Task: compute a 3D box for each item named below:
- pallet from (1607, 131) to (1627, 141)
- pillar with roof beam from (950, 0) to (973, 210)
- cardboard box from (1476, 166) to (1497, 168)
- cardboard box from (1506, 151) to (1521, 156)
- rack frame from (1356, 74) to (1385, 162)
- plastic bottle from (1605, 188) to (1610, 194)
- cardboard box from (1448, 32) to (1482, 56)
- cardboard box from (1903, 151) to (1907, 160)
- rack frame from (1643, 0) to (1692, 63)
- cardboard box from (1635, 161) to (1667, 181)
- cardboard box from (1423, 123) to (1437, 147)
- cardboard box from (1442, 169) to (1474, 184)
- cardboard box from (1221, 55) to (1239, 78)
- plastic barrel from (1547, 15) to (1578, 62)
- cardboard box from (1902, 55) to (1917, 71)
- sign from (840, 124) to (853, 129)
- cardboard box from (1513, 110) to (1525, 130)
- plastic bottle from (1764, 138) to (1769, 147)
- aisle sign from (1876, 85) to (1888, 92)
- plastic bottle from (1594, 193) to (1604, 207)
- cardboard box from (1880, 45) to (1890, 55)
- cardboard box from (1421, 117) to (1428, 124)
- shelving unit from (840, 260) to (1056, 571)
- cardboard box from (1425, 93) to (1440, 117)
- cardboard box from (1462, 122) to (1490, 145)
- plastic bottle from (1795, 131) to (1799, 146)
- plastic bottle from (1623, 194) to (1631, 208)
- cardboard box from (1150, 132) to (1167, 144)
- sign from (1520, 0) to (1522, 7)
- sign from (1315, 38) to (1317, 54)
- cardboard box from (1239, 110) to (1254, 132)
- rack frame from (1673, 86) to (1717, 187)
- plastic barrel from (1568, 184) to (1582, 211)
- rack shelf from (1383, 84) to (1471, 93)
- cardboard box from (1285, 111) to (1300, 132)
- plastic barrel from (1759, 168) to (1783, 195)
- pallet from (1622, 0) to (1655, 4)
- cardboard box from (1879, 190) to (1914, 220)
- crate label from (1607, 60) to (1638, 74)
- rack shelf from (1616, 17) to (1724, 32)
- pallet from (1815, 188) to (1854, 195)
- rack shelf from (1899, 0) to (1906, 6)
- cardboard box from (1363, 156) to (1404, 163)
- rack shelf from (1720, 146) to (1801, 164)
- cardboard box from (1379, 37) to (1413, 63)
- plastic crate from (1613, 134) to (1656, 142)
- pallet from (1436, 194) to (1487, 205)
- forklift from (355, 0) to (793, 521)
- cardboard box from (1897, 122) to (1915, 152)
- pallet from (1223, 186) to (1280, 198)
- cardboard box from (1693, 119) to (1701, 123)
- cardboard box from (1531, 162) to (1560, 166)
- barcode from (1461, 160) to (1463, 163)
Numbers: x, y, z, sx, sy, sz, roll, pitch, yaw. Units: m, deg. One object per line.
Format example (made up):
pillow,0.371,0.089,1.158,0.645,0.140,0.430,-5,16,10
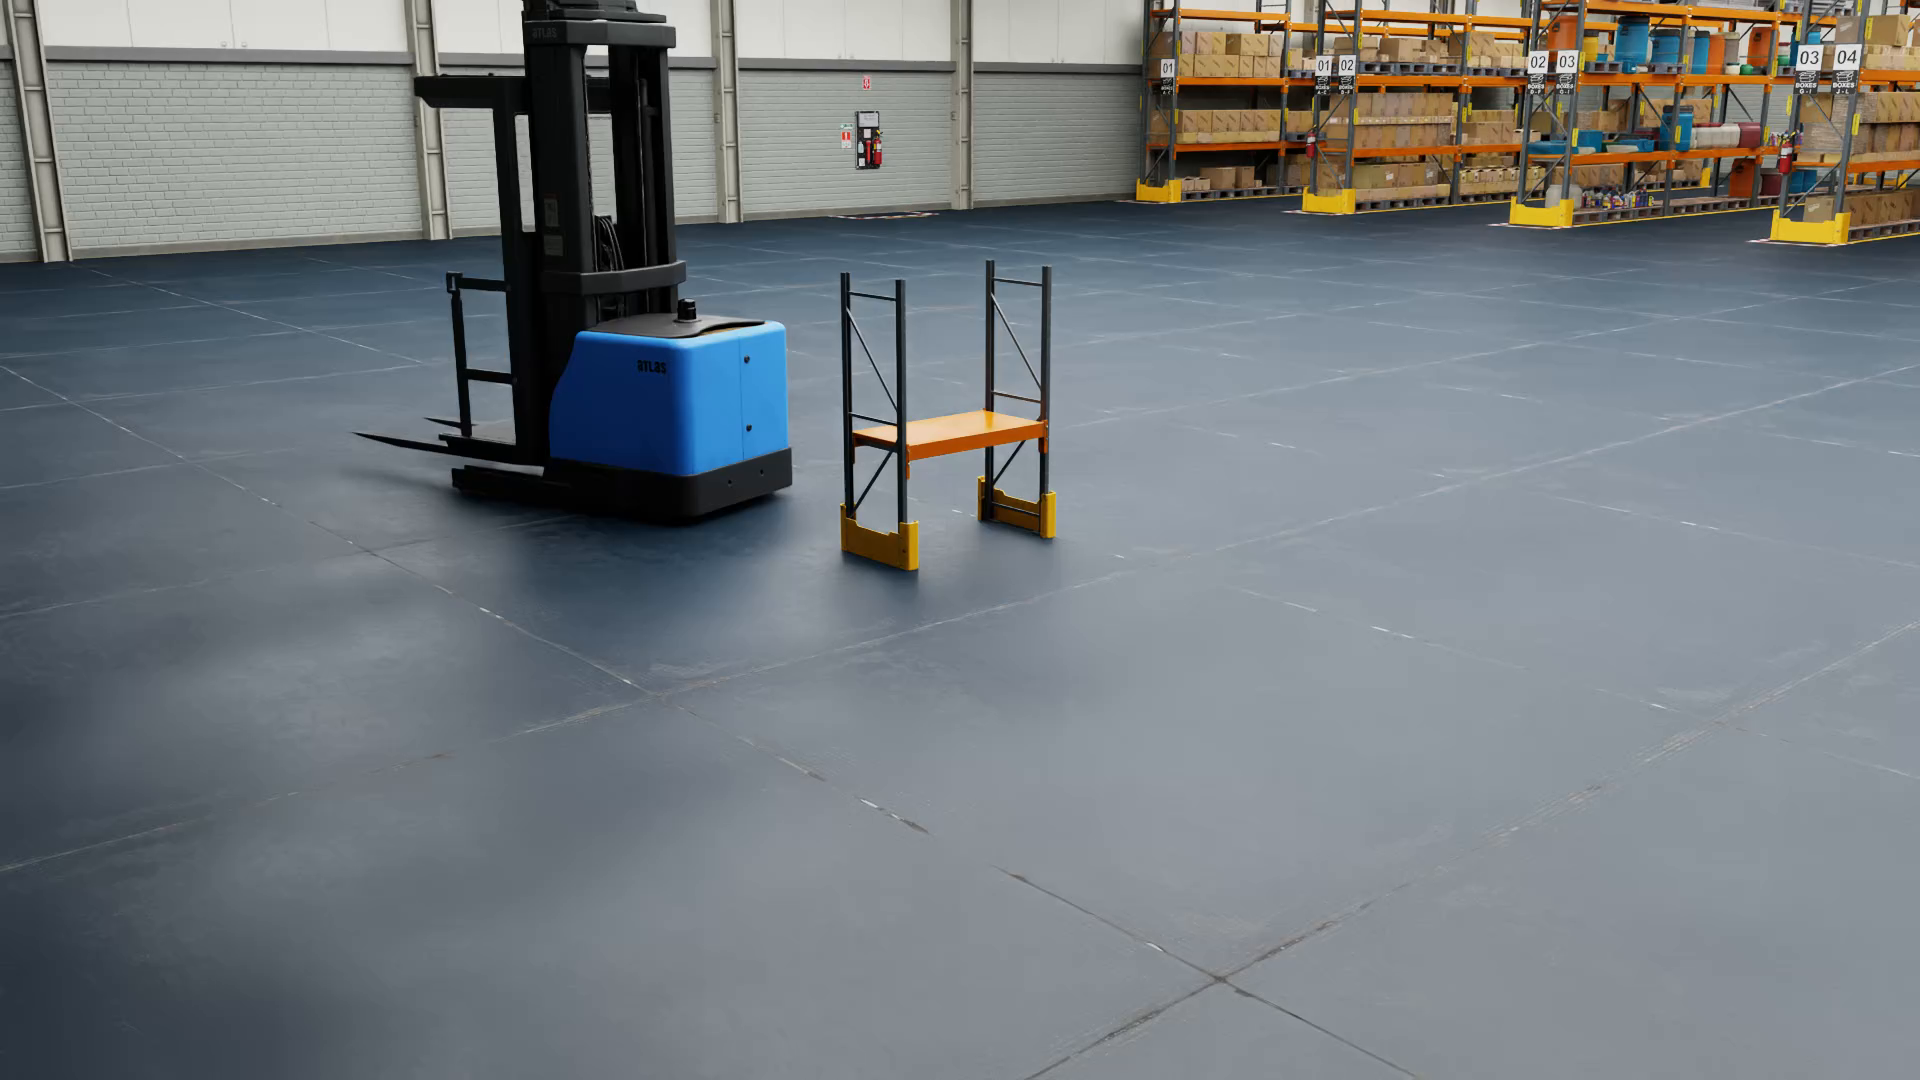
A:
pallet,16.238,-10.272,42.265,1.213,0.211,1.003,-13,19,-39
pillar with roof beam,2.866,-10.740,32.022,0.400,9.000,9.100,-13,19,-39
cardboard box,12.530,-8.738,39.579,0.500,0.311,0.500,-13,20,-41
cardboard box,16.044,-11.190,48.103,0.250,0.149,0.380,-12,19,-38
rack frame,10.641,-10.765,43.738,0.127,3.000,1.000,-13,19,-39
plastic bottle,13.245,-7.035,34.057,0.185,0.351,0.144,-12,19,-38
cardboard box,11.369,-11.162,37.437,0.500,0.500,0.500,-12,19,-39
cardboard box,16.433,-6.777,29.296,0.250,0.149,0.380,-13,19,-39
rack frame,14.127,-11.057,33.207,0.127,3.000,1.000,-13,19,-39
cardboard box,18.327,-9.804,44.128,0.637,0.503,0.797,-13,19,-39
cardboard box,10.154,-9.005,36.955,0.500,0.500,0.700,-13,20,-40
cardboard box,11.353,-8.290,37.902,0.500,0.311,0.500,-13,19,-39
cardboard box,6.230,-11.192,39.294,0.500,0.500,0.500,-11,19,-36
plastic barrel,11.392,-9.448,31.348,0.708,0.830,0.600,-13,19,-39
cardboard box,16.044,-8.186,28.560,0.500,0.250,0.500,-12,19,-38
sign,-2.325,-8.468,34.042,0.331,0.109,0.001,-13,19,-39
cardboard box,15.756,-12.051,47.973,0.700,0.700,0.980,-13,20,-40
plastic bottle,17.683,-8.787,36.573,0.135,0.276,0.152,-13,19,-39
aisle sign,23.038,-11.517,41.518,0.004,0.787,0.394,-13,19,-39
plastic bottle,12.898,-6.871,33.585,0.135,0.276,0.152,-13,19,-39
cardboard box,15.341,-8.212,27.886,0.250,0.149,0.380,-12,19,-37
cardboard box,10.044,-9.225,36.524,0.250,0.149,0.380,-13,20,-40
shelving unit,-0.058,-0.712,9.008,1.083,1.500,0.587,-13,19,-39
cardboard box,10.167,-9.636,36.806,0.500,0.500,0.700,-13,20,-39
cardboard box,11.865,-9.388,38.390,0.500,0.500,0.500,-11,18,-35
plastic bottle,18.852,-9.084,37.541,0.185,0.351,0.144,-13,19,-39
plastic bottle,13.316,-6.776,33.230,0.135,0.276,0.152,-12,19,-38
cardboard box,4.831,-9.464,39.119,0.500,0.250,0.500,-12,19,-39
sign,16.316,-15.655,48.305,0.005,0.325,0.100,-13,19,-39
sign,7.515,-10.393,34.970,0.005,0.325,0.100,-13,19,-39
cardboard box,6.710,-10.078,39.964,0.500,0.500,0.500,-13,20,-41
rack frame,19.930,-11.156,45.204,0.127,3.000,1.000,-13,19,-39
plastic barrel,11.933,-6.693,32.502,0.421,0.512,0.421,0,15,0
rack shelf,12.149,-12.205,44.712,4.000,0.370,1.077,-13,19,-39
cardboard box,8.029,-10.428,41.430,0.500,0.500,0.700,-13,19,-39
plastic barrel,18.354,-8.151,37.814,0.708,0.588,0.600,-13,19,-39
pallet,12.602,-10.420,31.962,1.213,0.211,1.003,-13,19,-39
cardboard box,17.050,-6.130,30.415,0.500,0.500,0.500,-13,20,-41
crate label,12.738,-9.111,32.023,0.408,0.251,0.502,-13,19,-39
rack shelf,18.422,-13.367,43.255,4.000,0.370,1.077,-13,19,-39
pallet,20.691,-8.299,39.909,1.213,0.211,1.003,-13,19,-39
rack shelf,15.869,-9.405,28.422,4.000,0.370,1.077,-13,19,-39
cardboard box,11.282,-10.028,44.332,0.750,0.750,0.750,-13,20,-40
rack shelf,18.653,-8.827,37.879,4.000,0.370,1.077,-13,19,-39
cardboard box,9.292,-10.442,35.438,0.500,0.500,0.500,-13,19,-39
plastic crate,13.648,-8.065,33.750,0.504,0.338,0.767,-13,19,-39
pallet,11.408,-7.909,38.449,1.213,0.211,1.003,-13,19,-39
forklift,-2.560,-1.784,10.250,3.031,2.935,1.130,9,17,30
cardboard box,16.286,-7.140,29.398,0.500,0.500,0.875,-13,19,-39
pallet,7.140,-8.619,41.110,1.213,0.211,1.003,-13,19,-39
cardboard box,19.382,-10.987,44.377,0.500,0.500,0.500,-12,19,-39
cardboard box,14.486,-9.383,41.102,0.500,0.250,0.500,-12,19,-37
barcode,11.344,-8.554,37.594,0.075,0.075,0.001,-13,19,-39
